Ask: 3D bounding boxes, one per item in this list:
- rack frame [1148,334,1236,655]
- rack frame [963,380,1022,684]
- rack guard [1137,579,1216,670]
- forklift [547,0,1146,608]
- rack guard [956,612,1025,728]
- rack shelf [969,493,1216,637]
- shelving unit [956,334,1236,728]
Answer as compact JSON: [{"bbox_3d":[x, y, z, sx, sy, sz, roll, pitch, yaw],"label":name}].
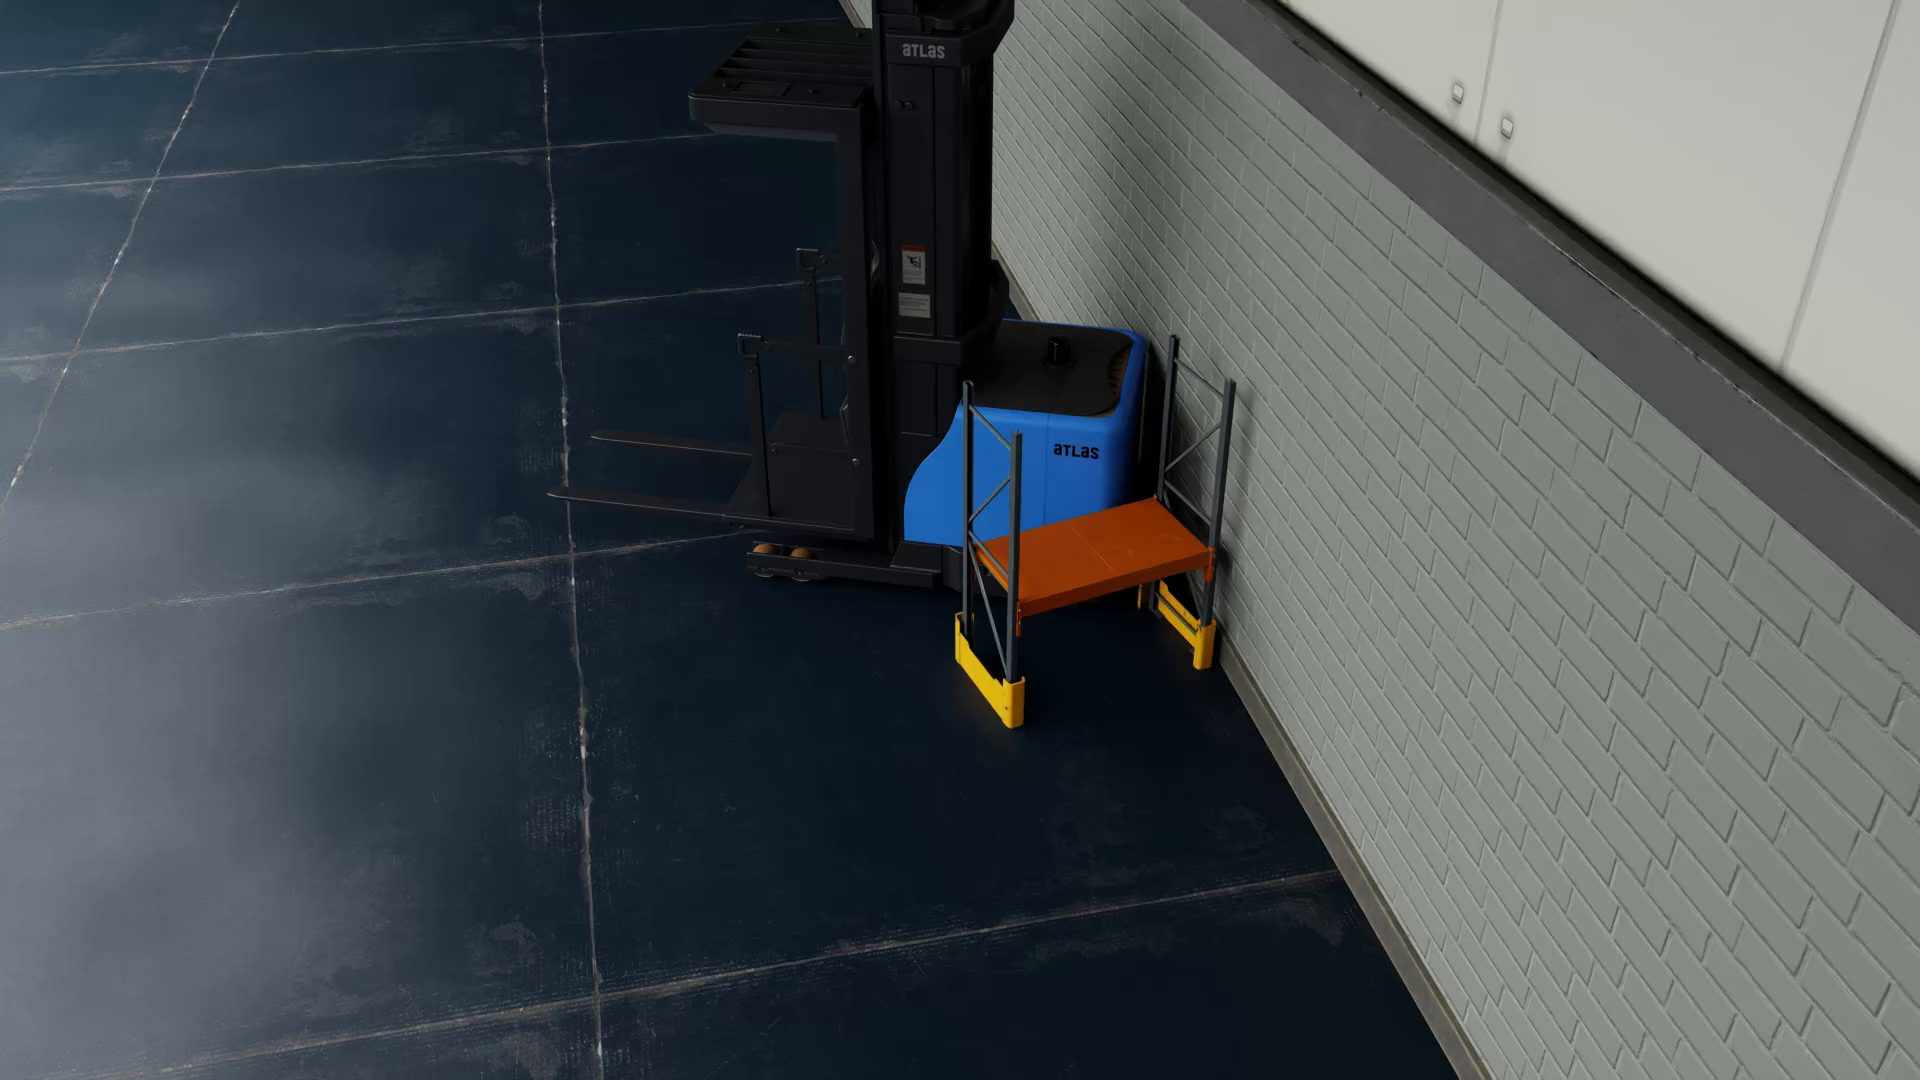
[{"bbox_3d":[1.053,-0.169,7.655,0.032,1.500,0.500,-15,37,-21],"label":"rack frame"},{"bbox_3d":[0.133,0.072,7.297,0.032,1.500,0.500,-15,37,-21],"label":"rack frame"},{"bbox_3d":[1.036,0.355,7.997,0.087,0.250,0.587,-15,37,-21],"label":"rack guard"},{"bbox_3d":[-0.616,-1.287,8.037,3.031,2.935,1.130,6,34,9],"label":"forklift"},{"bbox_3d":[0.134,0.590,7.646,0.087,0.250,0.587,-15,37,-21],"label":"rack guard"},{"bbox_3d":[0.593,0.101,7.577,1.000,0.185,0.538,-15,37,-21],"label":"rack shelf"},{"bbox_3d":[0.585,-0.046,7.473,1.083,1.500,0.587,-15,37,-21],"label":"shelving unit"}]
